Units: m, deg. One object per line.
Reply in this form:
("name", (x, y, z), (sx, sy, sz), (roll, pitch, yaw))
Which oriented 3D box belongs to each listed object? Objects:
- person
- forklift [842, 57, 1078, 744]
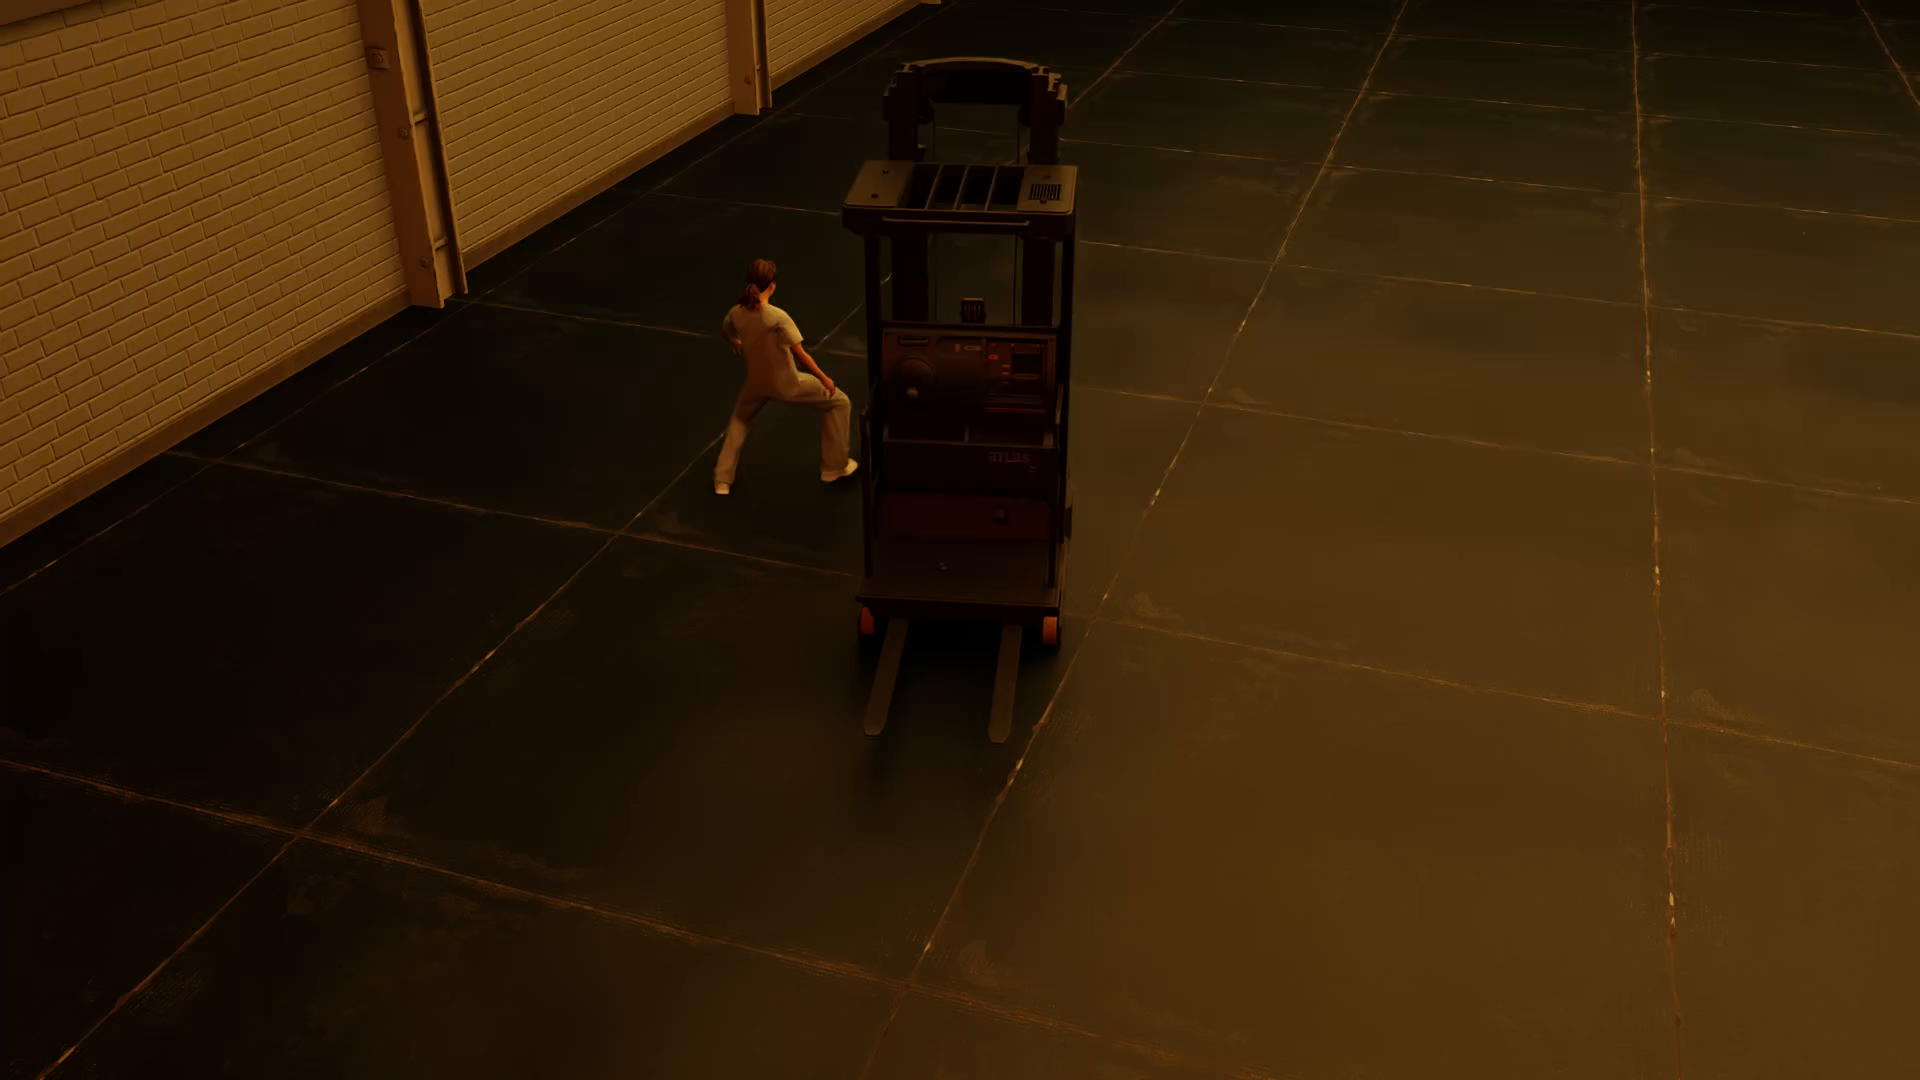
("person", (-1.188, -1.023, 10.381), (0.875, 1.550, 0.708), (16, 33, 26))
("forklift", (0.025, -0.871, 8.665), (1.130, 2.935, 3.031), (3, 30, 5))
